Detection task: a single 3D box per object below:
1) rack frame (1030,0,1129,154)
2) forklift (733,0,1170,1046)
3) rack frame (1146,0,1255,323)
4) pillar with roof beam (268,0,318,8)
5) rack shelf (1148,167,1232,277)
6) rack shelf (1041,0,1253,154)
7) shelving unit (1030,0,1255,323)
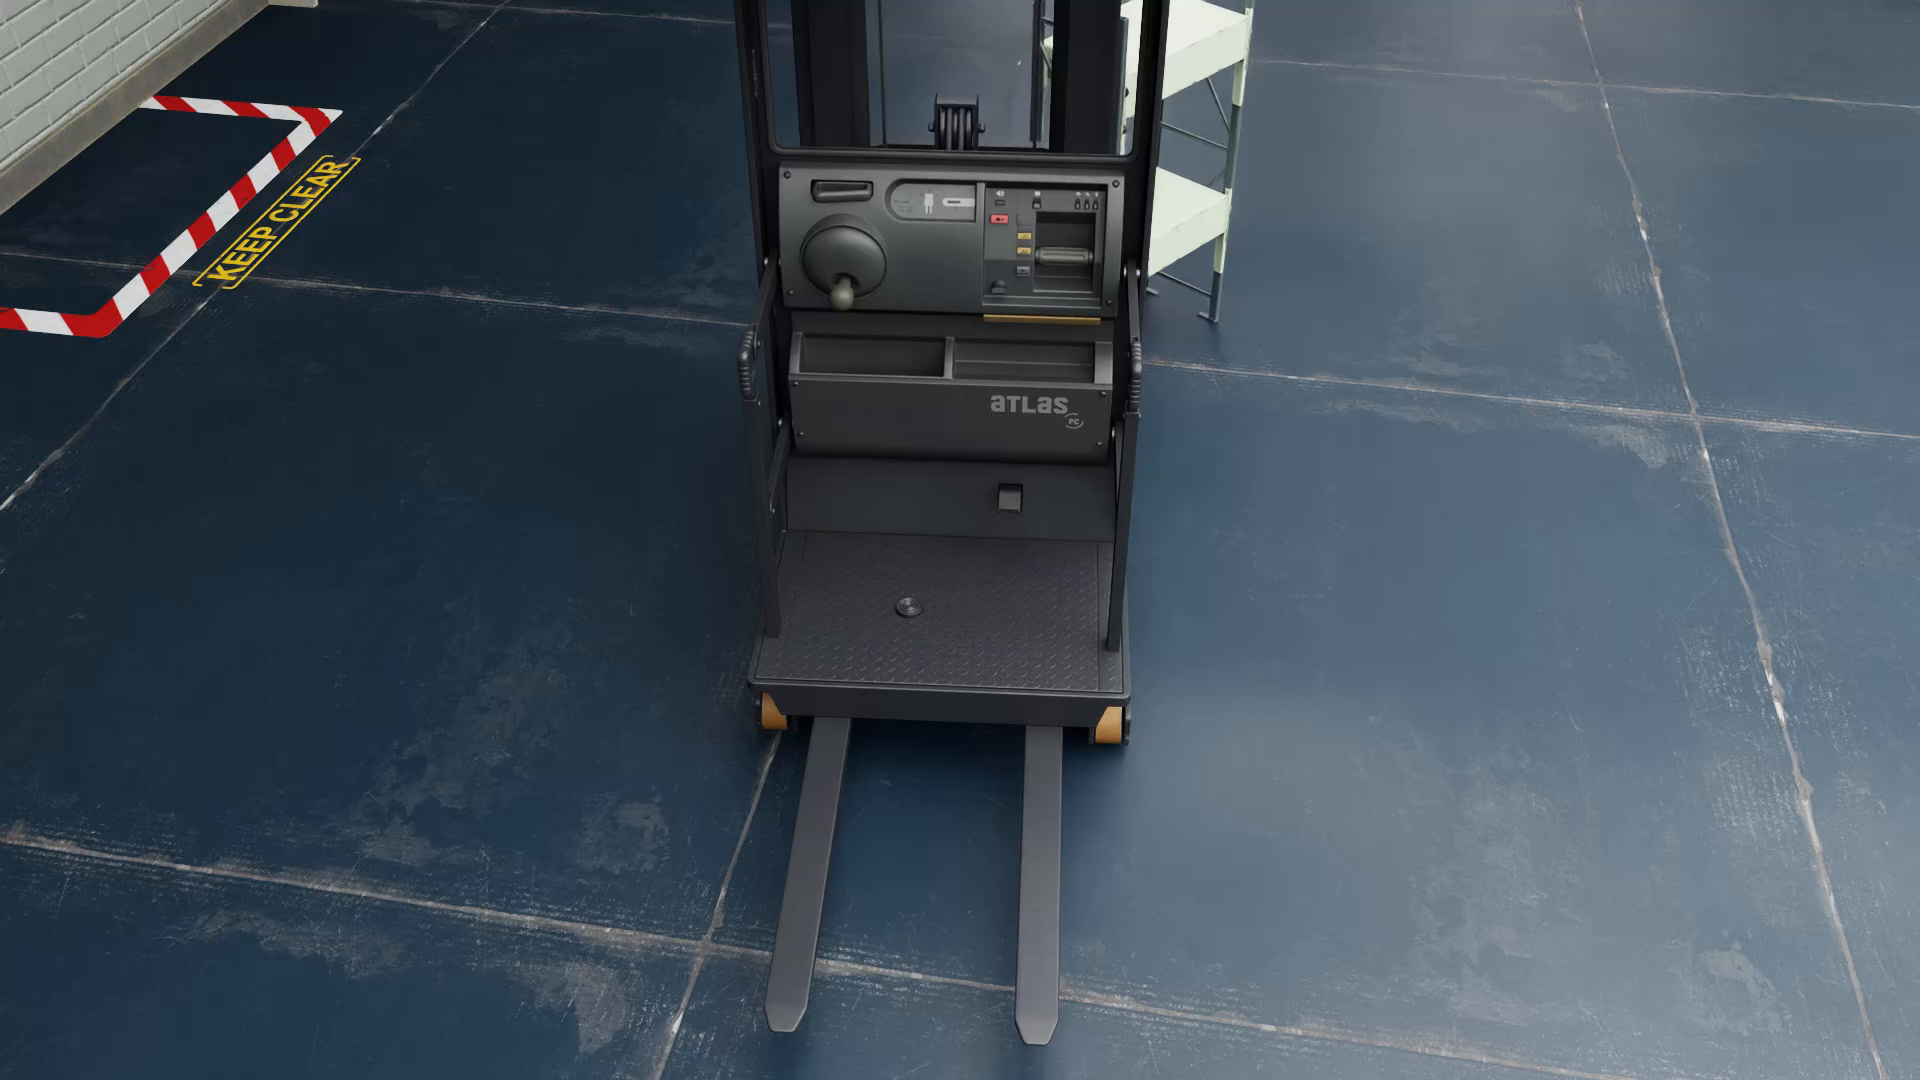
[{"bbox_3d":[0.405,-1.224,6.053,0.400,1.500,0.023,31,49,32],"label":"rack frame"},{"bbox_3d":[-0.036,-0.734,4.337,1.130,2.935,3.031,2,40,3],"label":"forklift"},{"bbox_3d":[0.910,-1.562,6.462,0.400,1.500,0.023,31,49,32],"label":"rack frame"},{"bbox_3d":[0.477,-6.140,6.114,9.100,9.000,0.400,6,40,8],"label":"pillar with roof beam"},{"bbox_3d":[0.658,-1.141,6.465,0.431,0.370,0.720,31,49,32],"label":"rack shelf"},{"bbox_3d":[0.658,-1.693,6.009,0.431,0.370,0.720,31,49,32],"label":"rack shelf"},{"bbox_3d":[0.658,-1.393,6.257,0.431,1.500,0.755,31,49,32],"label":"shelving unit"}]
